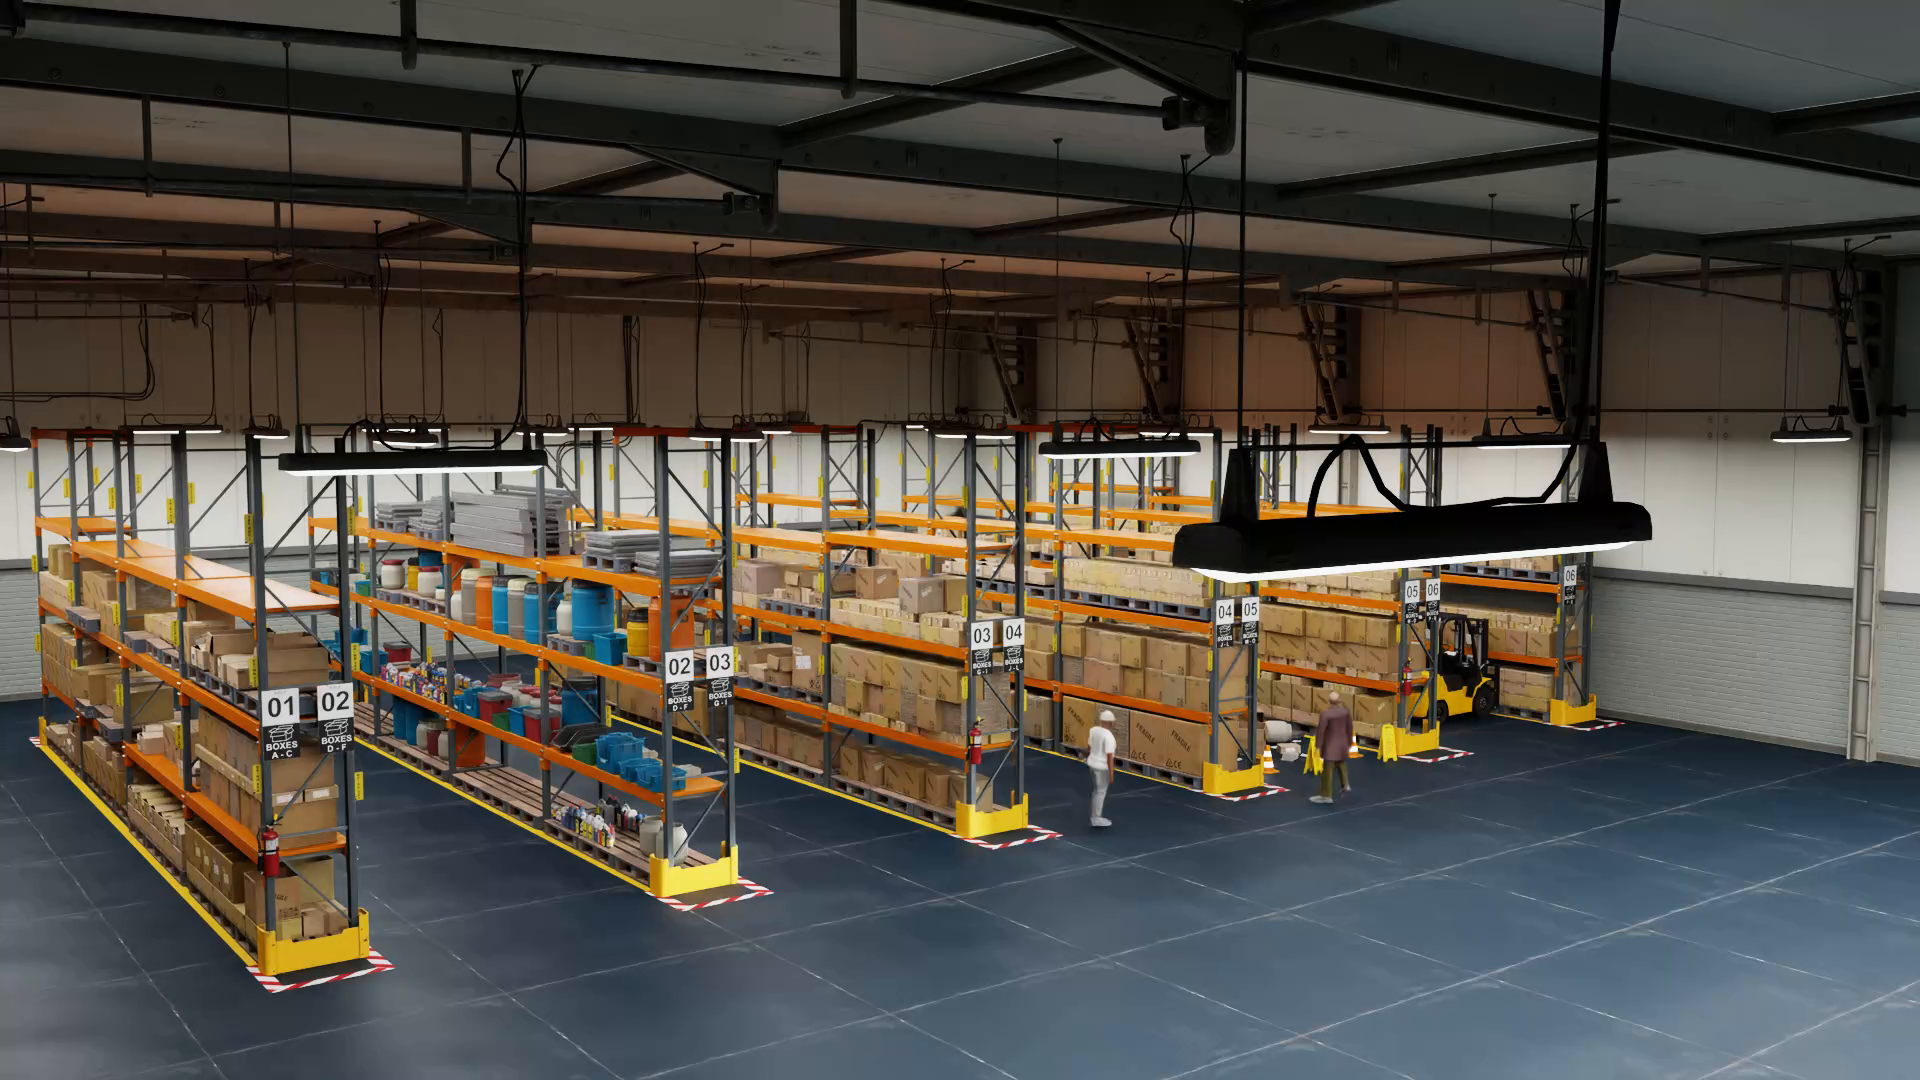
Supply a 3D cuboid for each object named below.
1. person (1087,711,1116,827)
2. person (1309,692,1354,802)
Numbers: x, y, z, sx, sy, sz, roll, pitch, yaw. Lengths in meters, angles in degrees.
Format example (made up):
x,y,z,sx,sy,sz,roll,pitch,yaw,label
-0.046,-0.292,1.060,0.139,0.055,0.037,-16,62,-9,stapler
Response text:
x,y,z,sx,sy,sz,roll,pitch,yaw,label
2.175,3.467,25.271,0.433,1.762,0.603,-2,5,-25,person
6.049,3.325,26.821,0.694,1.747,0.490,-2,5,-26,person
